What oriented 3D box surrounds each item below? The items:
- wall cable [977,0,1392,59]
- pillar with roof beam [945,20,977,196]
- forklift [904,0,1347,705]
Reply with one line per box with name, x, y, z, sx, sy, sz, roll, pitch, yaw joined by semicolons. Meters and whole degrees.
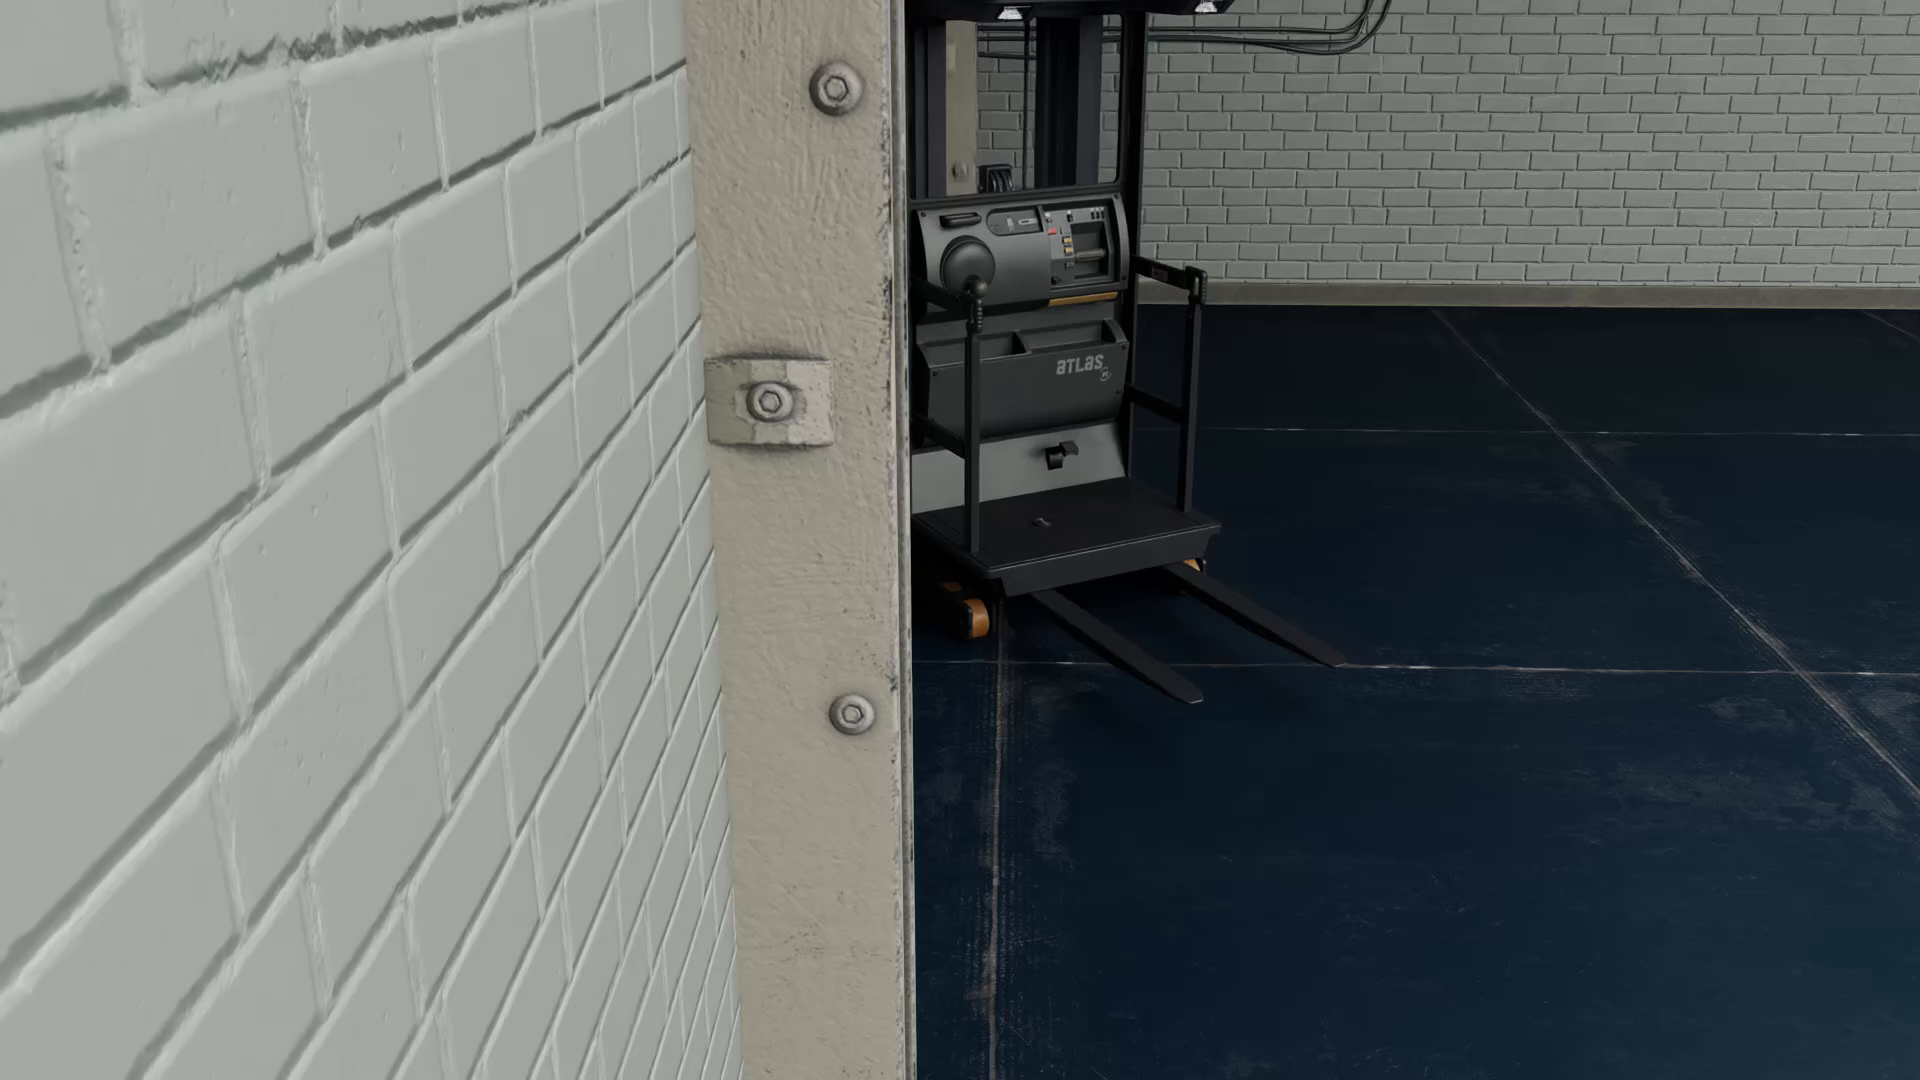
wall cable;1.339;-4.421;10.776;3.097;2.526;0.112;1;21;2
pillar with roof beam;4.231;-4.771;7.384;9.100;9.000;0.400;1;21;2
forklift;0.361;-1.158;6.462;1.130;2.935;3.031;-11;24;-25
